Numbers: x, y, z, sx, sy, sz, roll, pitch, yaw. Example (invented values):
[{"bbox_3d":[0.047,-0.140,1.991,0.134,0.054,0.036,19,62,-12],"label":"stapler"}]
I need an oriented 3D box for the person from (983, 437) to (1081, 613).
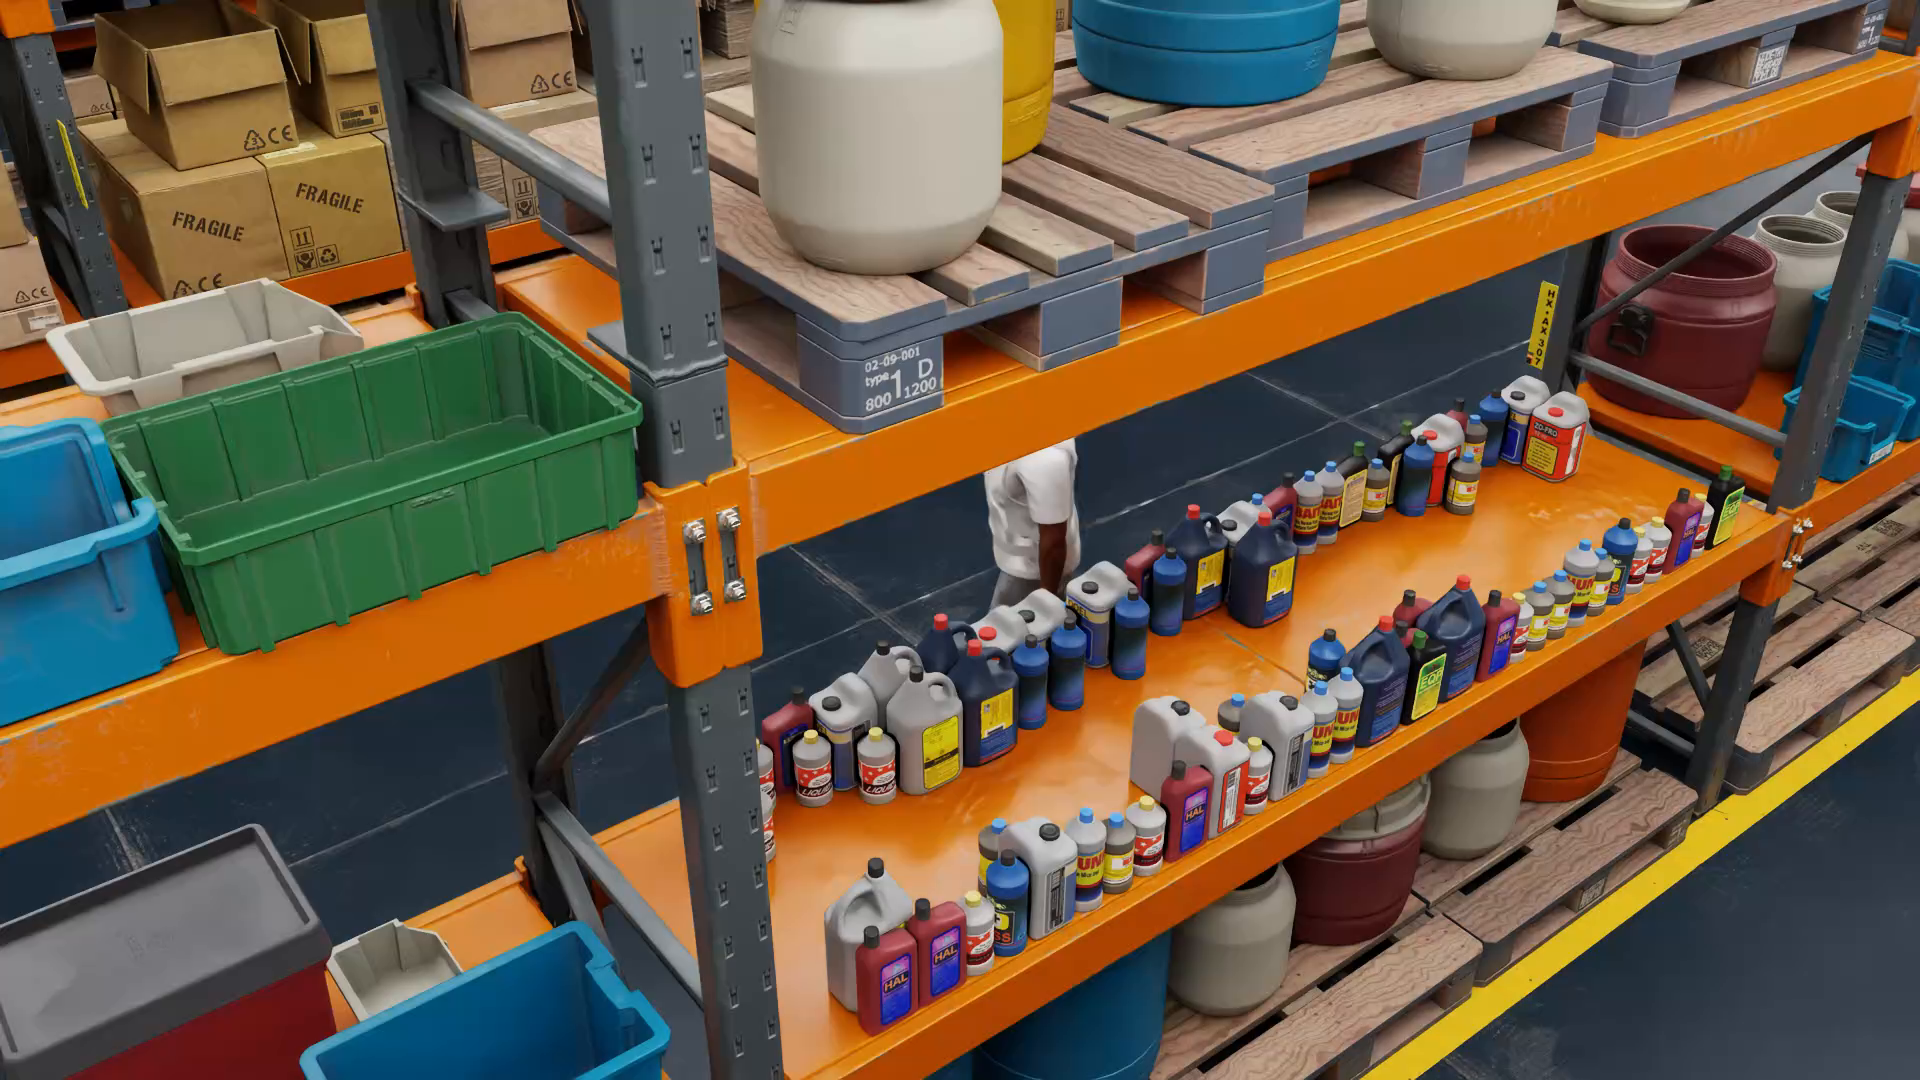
[{"bbox_3d":[0.315,0.042,6.051,0.567,1.756,0.597,2,32,3],"label":"person"}]
